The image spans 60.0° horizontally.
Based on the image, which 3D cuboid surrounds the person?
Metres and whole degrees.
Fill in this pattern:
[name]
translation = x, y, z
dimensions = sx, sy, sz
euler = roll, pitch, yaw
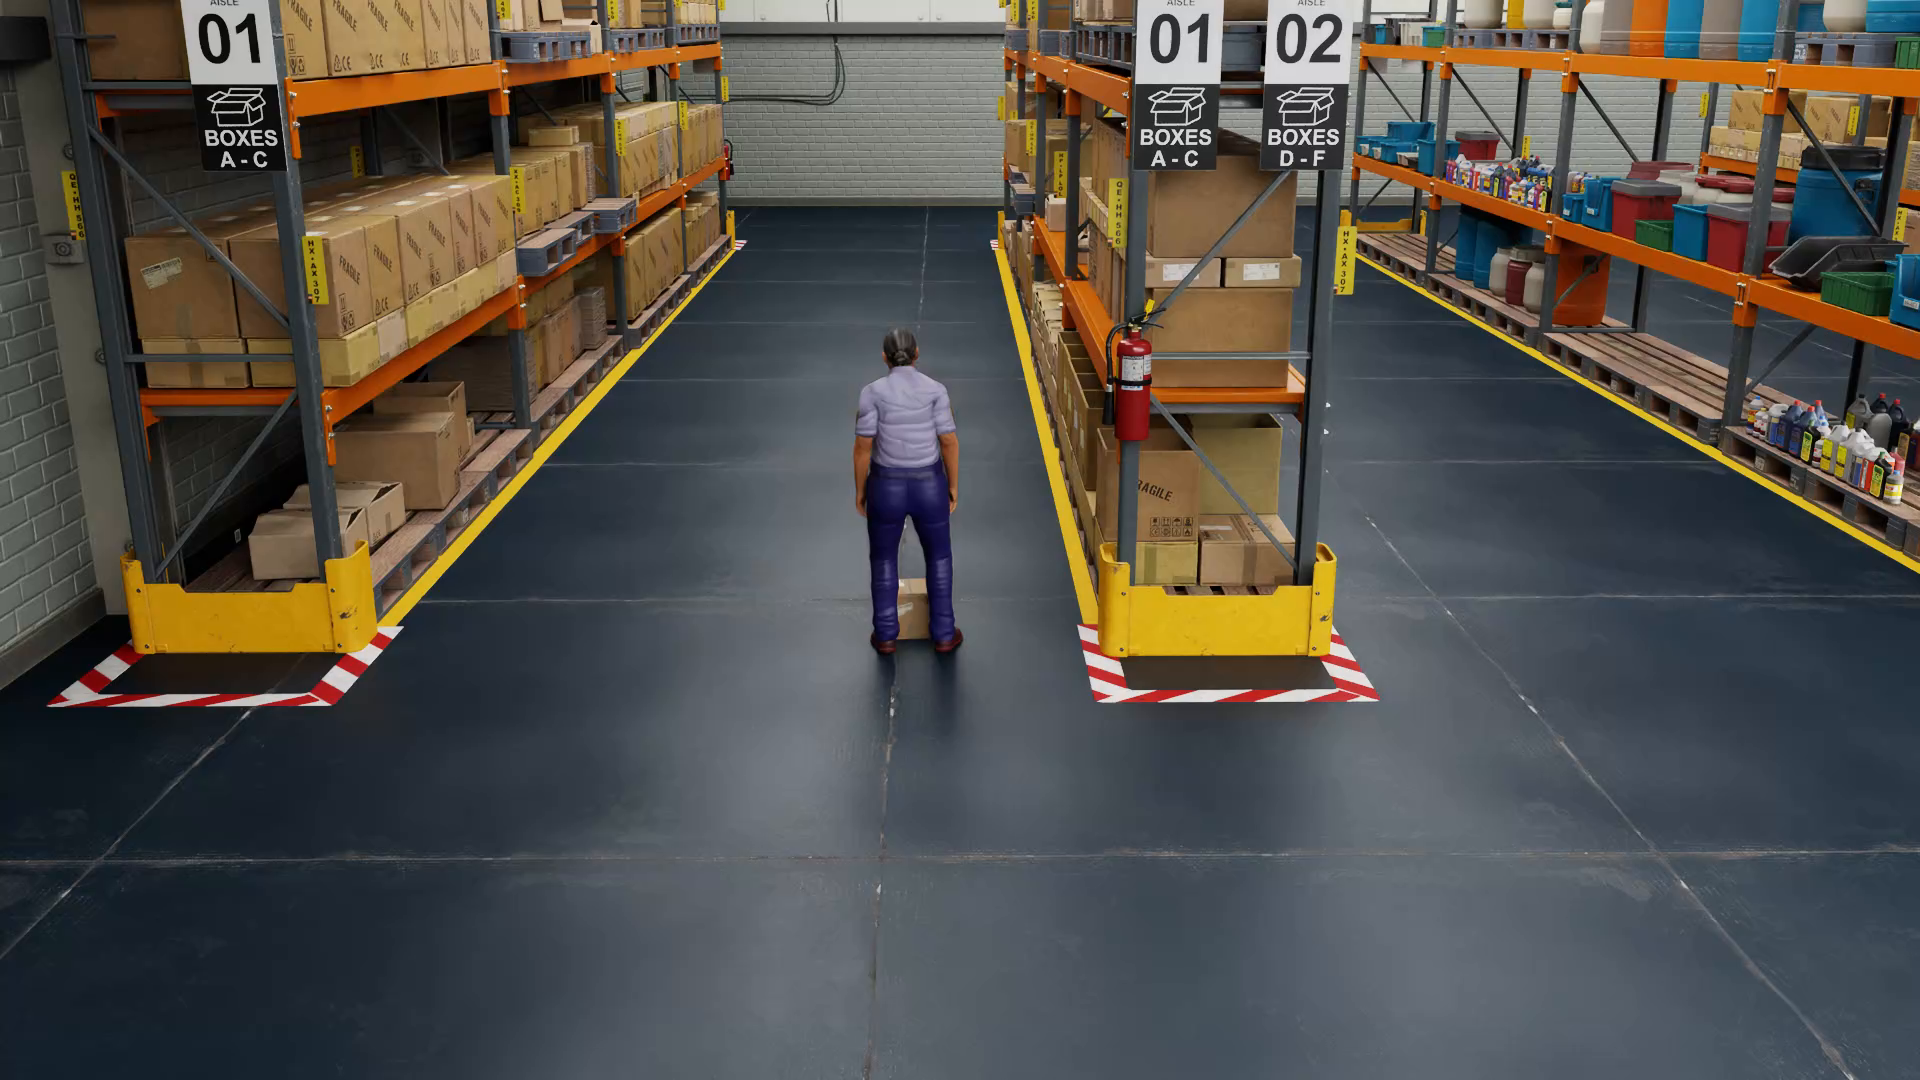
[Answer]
[person]
translation = -0.254, -0.236, 8.322
dimensions = 0.555, 1.650, 0.376
euler = -1, 17, -4
